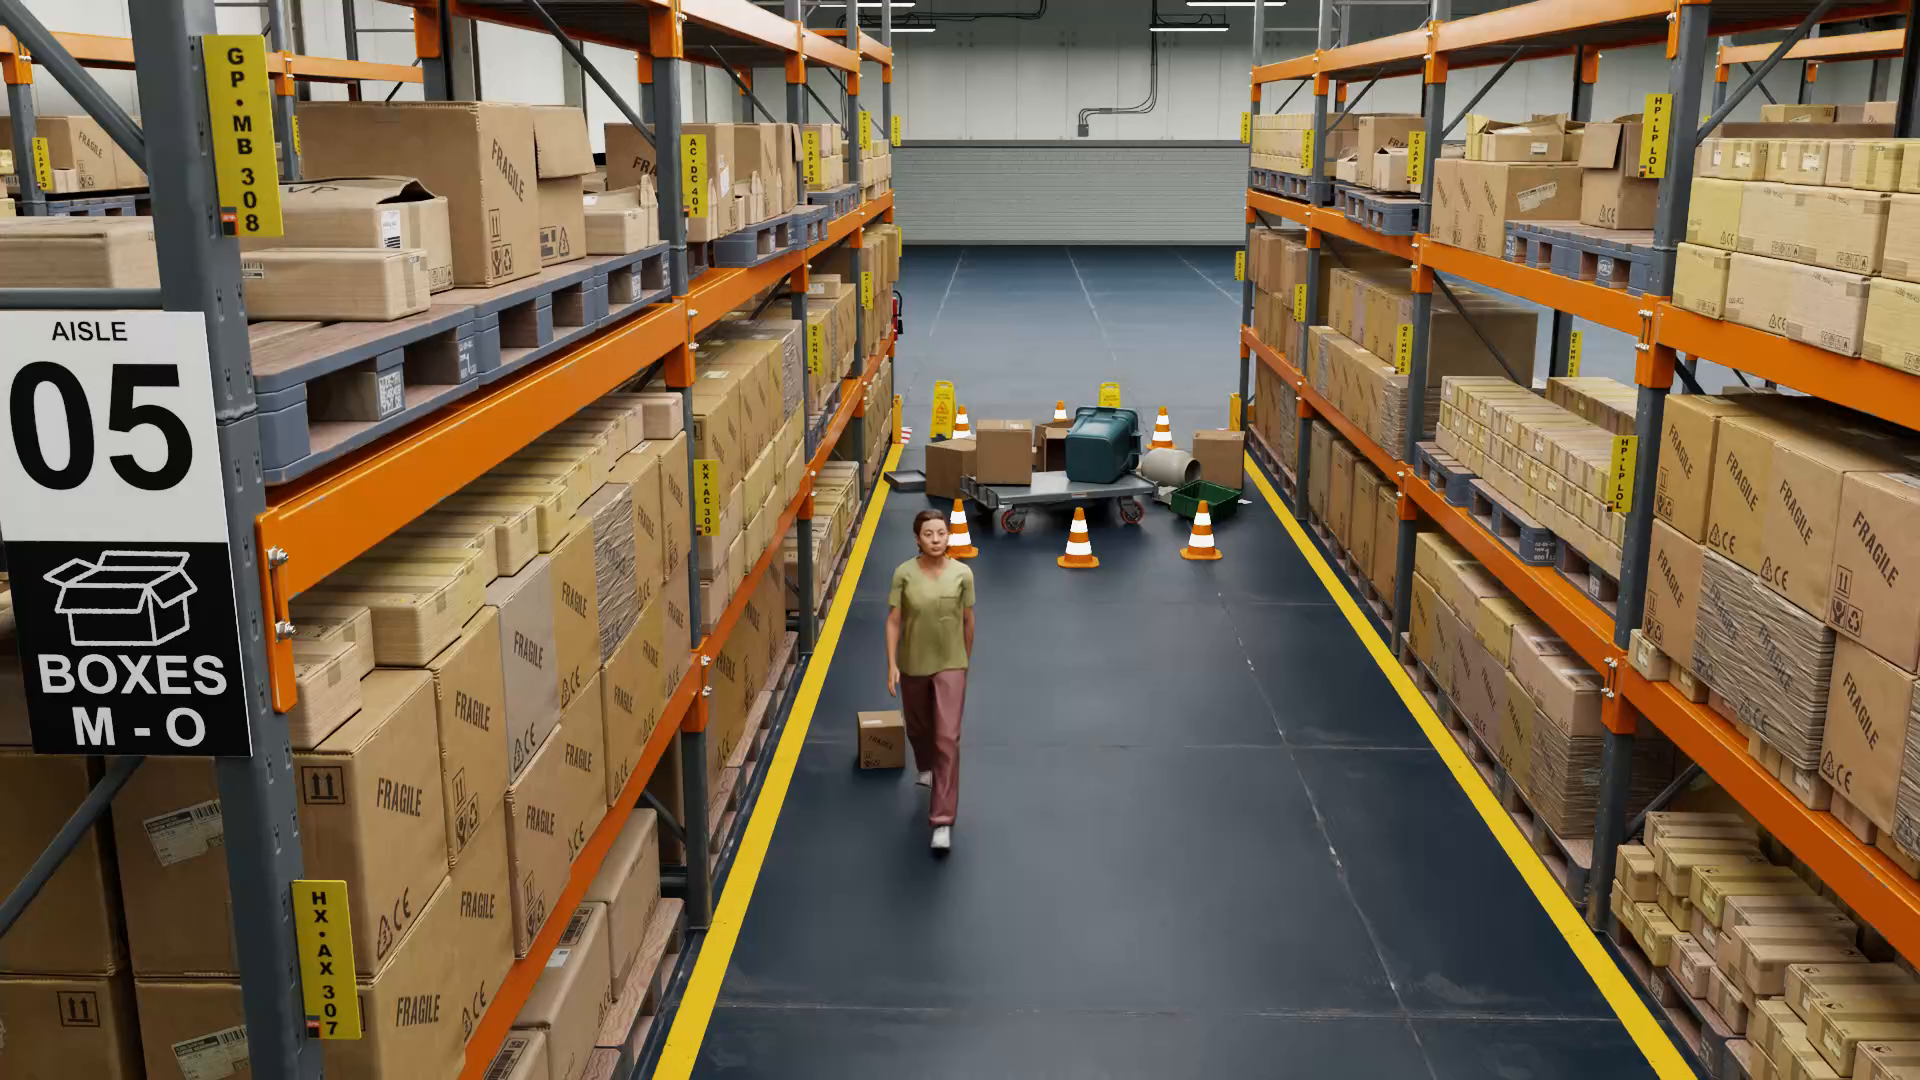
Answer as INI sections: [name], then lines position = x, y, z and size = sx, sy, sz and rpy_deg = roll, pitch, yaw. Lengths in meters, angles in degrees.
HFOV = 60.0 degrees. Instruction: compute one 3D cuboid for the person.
[person]
position = -0.153, 0.642, 8.432
size = 0.446, 1.623, 1.003
rpy_deg = 1, 14, 5
